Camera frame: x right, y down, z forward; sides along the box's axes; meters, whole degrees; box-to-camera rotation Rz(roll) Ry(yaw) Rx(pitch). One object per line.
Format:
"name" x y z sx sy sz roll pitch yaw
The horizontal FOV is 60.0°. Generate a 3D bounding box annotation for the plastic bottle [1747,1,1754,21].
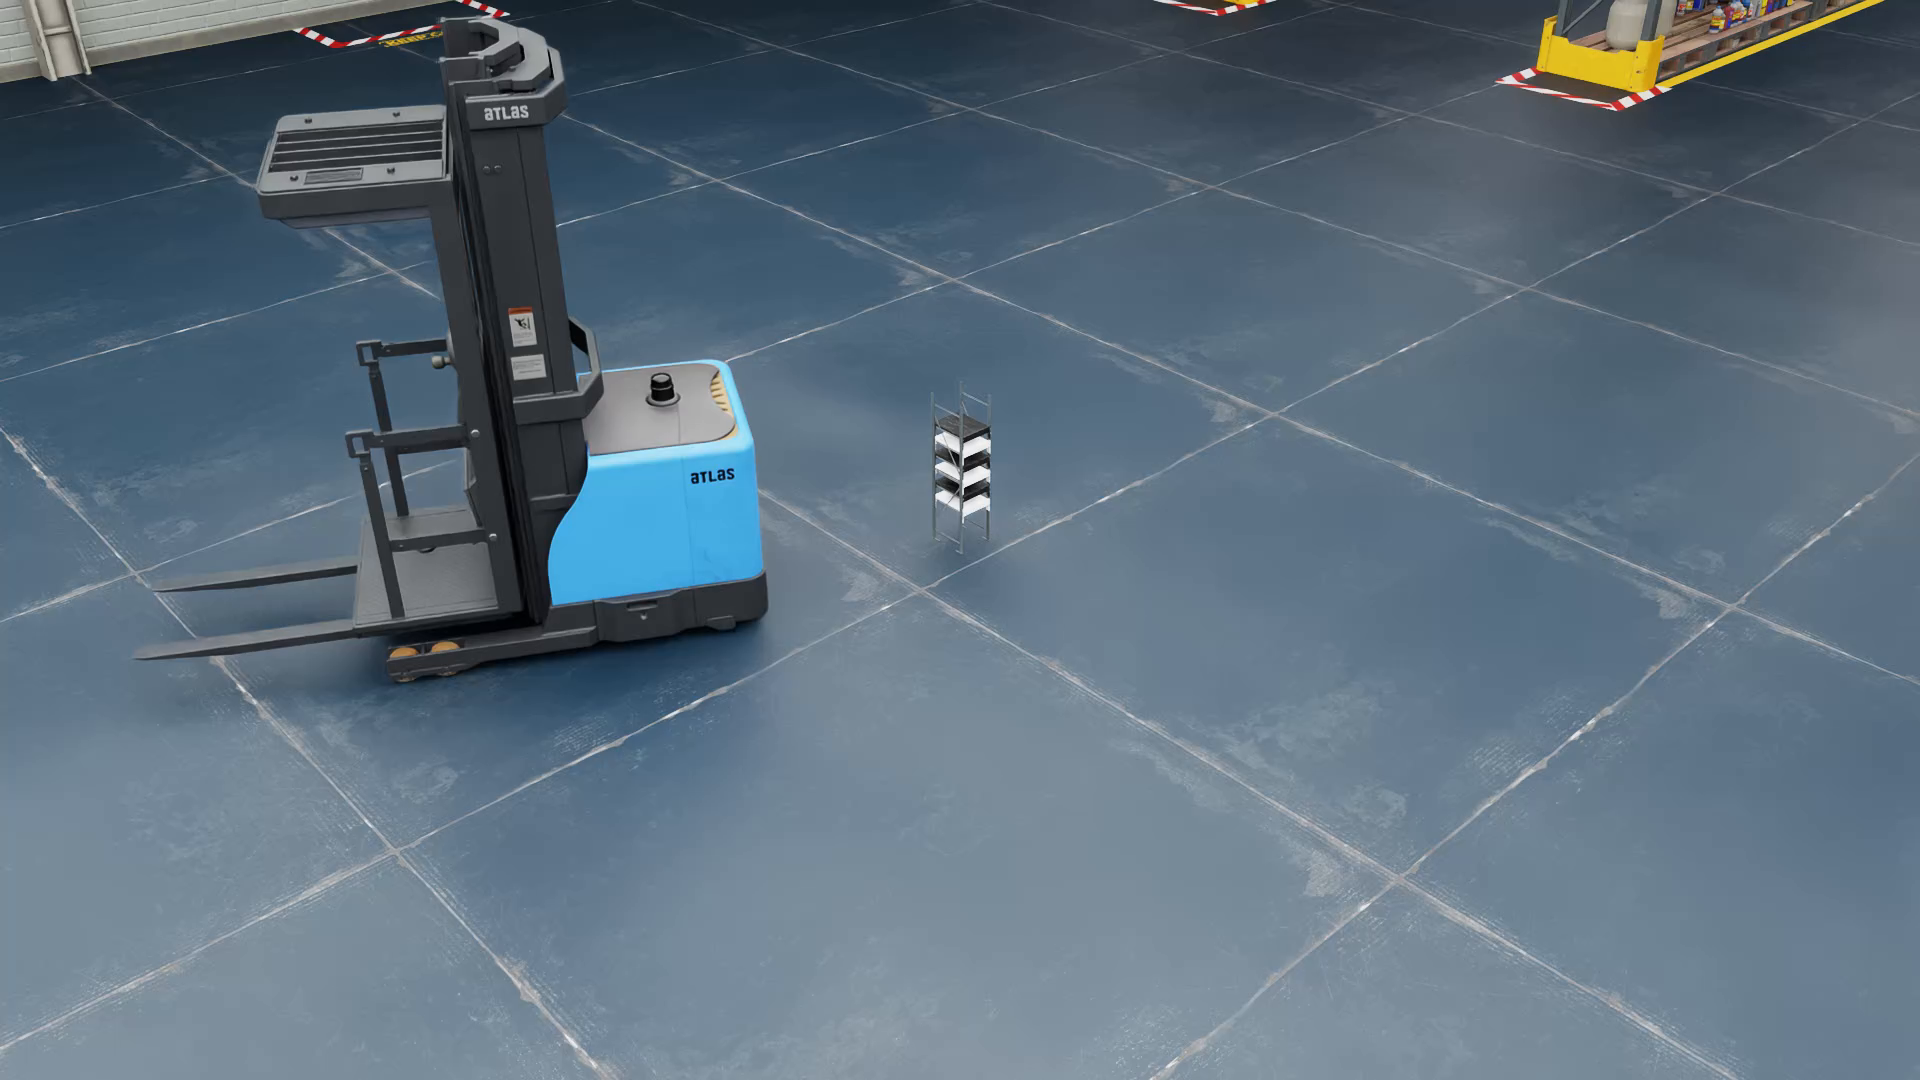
"plastic bottle" 8.532 -5.730 18.007 0.097 0.201 0.097 0 31 0

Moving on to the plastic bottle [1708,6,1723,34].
"plastic bottle" 7.984 -5.495 17.555 0.097 0.271 0.097 0 31 0

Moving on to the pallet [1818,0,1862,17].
"pallet" 9.925 -6.470 19.629 1.213 0.211 1.003 -26 40 -35

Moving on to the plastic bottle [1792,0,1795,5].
"plastic bottle" 9.321 -6.112 18.631 0.097 0.201 0.097 0 31 0

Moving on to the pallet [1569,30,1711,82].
"pallet" 7.065 -5.089 17.370 1.213 0.211 1.003 -26 40 -35

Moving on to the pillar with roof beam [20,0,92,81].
"pillar with roof beam" -6.241 -6.973 12.027 0.400 9.000 9.100 -26 40 -35

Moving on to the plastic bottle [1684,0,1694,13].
"plastic bottle" 8.029 -5.918 18.314 0.097 0.201 0.097 0 31 0

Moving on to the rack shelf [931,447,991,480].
"rack shelf" 0.006 -0.435 8.990 0.200 0.077 0.258 -26 40 -35

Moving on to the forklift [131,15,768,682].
"forklift" -2.559 -0.864 7.854 3.031 2.935 1.130 -8 32 -12

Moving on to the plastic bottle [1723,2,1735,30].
"plastic bottle" 8.162 -5.574 17.672 0.133 0.283 0.061 -25 39 -35

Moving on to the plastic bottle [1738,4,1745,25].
"plastic bottle" 8.381 -5.658 17.887 0.097 0.201 0.097 0 31 0

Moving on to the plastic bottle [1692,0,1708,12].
"plastic bottle" 8.170 -5.999 18.374 0.135 0.276 0.152 -26 40 -35

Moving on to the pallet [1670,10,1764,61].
"pallet" 7.960 -5.520 18.074 1.213 0.211 1.003 -26 40 -35

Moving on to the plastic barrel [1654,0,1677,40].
"plastic barrel" 7.241 -5.506 17.361 0.421 0.512 0.421 0 31 0

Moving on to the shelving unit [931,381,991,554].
"shelving unit" 0.006 -0.387 9.020 0.210 0.900 0.258 -26 40 -35

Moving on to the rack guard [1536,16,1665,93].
"rack guard" 6.466 -4.926 16.827 0.348 0.500 1.175 -26 40 -35

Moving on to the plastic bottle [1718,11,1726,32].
"plastic bottle" 8.060 -5.502 17.633 0.097 0.201 0.097 0 31 0

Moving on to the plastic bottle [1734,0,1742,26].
"plastic bottle" 8.308 -5.652 17.812 0.097 0.271 0.097 0 31 0

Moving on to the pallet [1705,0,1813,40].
"pallet" 8.855 -5.954 18.785 1.213 0.211 1.003 -26 40 -35

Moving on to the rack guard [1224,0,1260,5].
"rack guard" 3.060 -6.769 19.840 0.348 0.500 1.175 -26 40 -35

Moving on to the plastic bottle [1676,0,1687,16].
"plastic bottle" 7.895 -5.848 18.198 0.097 0.201 0.097 0 31 0

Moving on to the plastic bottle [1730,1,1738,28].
"plastic bottle" 8.235 -5.617 17.754 0.097 0.271 0.097 0 31 0

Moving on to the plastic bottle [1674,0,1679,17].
"plastic bottle" 7.767 -5.834 18.097 0.133 0.283 0.061 -26 40 -35

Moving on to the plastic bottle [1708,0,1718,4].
"plastic bottle" 8.477 -6.165 18.650 0.097 0.271 0.097 0 31 0

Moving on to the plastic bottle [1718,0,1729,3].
"plastic bottle" 8.599 -6.241 18.699 0.185 0.351 0.144 -26 40 -35

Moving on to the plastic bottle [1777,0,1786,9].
"plastic bottle" 9.099 -6.085 18.444 0.185 0.351 0.144 -27 41 -37

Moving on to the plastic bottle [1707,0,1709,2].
"plastic bottle" 8.363 -6.229 18.680 0.144 0.351 0.185 27 41 37

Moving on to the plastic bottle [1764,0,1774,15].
"plastic bottle" 8.867 -5.915 18.230 0.133 0.283 0.061 -23 38 -32

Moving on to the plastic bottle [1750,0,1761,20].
"plastic bottle" 8.600 -5.815 18.073 0.135 0.276 0.152 -25 39 -35

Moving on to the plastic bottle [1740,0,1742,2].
"plastic bottle" 8.527 -5.858 18.137 0.133 0.283 0.061 -26 40 -35

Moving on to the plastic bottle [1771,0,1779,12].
"plastic bottle" 8.958 -6.017 18.333 0.144 0.351 0.185 27 40 37

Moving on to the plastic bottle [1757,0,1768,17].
"plastic bottle" 8.722 -5.903 18.145 0.185 0.351 0.144 -26 40 -36

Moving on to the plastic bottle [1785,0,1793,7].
"plastic bottle" 9.247 -6.098 18.530 0.133 0.283 0.061 -24 39 -33

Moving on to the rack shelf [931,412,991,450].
"rack shelf" 0.006 -0.589 8.896 0.200 0.077 0.258 -26 40 -35

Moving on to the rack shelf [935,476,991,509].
"rack shelf" 0.006 -0.282 9.084 0.200 0.077 0.258 -26 40 -35

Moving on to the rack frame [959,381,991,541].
"rack frame" 0.081 -0.423 9.079 0.006 0.900 0.240 -26 40 -35

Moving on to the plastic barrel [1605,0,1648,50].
"plastic barrel" 6.873 -5.328 17.070 0.421 0.512 0.421 0 31 0

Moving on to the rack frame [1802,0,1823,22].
"rack frame" 9.375 -7.366 18.421 0.127 3.000 1.000 -26 40 -35

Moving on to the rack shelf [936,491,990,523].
"rack shelf" 0.006 -0.205 9.131 0.200 0.077 0.258 -26 40 -35

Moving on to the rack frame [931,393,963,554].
"rack frame" -0.069 -0.351 8.961 0.006 0.900 0.240 -26 40 -35

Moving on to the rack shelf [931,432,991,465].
"rack shelf" 0.006 -0.512 8.943 0.200 0.077 0.258 -26 40 -35

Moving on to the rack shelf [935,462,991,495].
"rack shelf" 0.006 -0.358 9.037 0.200 0.077 0.258 -26 40 -35

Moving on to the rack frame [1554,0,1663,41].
"rack frame" 6.442 -5.948 16.101 0.127 3.000 1.000 -26 40 -35

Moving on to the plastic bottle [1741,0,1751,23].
"plastic bottle" 8.457 -5.724 17.929 0.097 0.271 0.097 0 31 0
